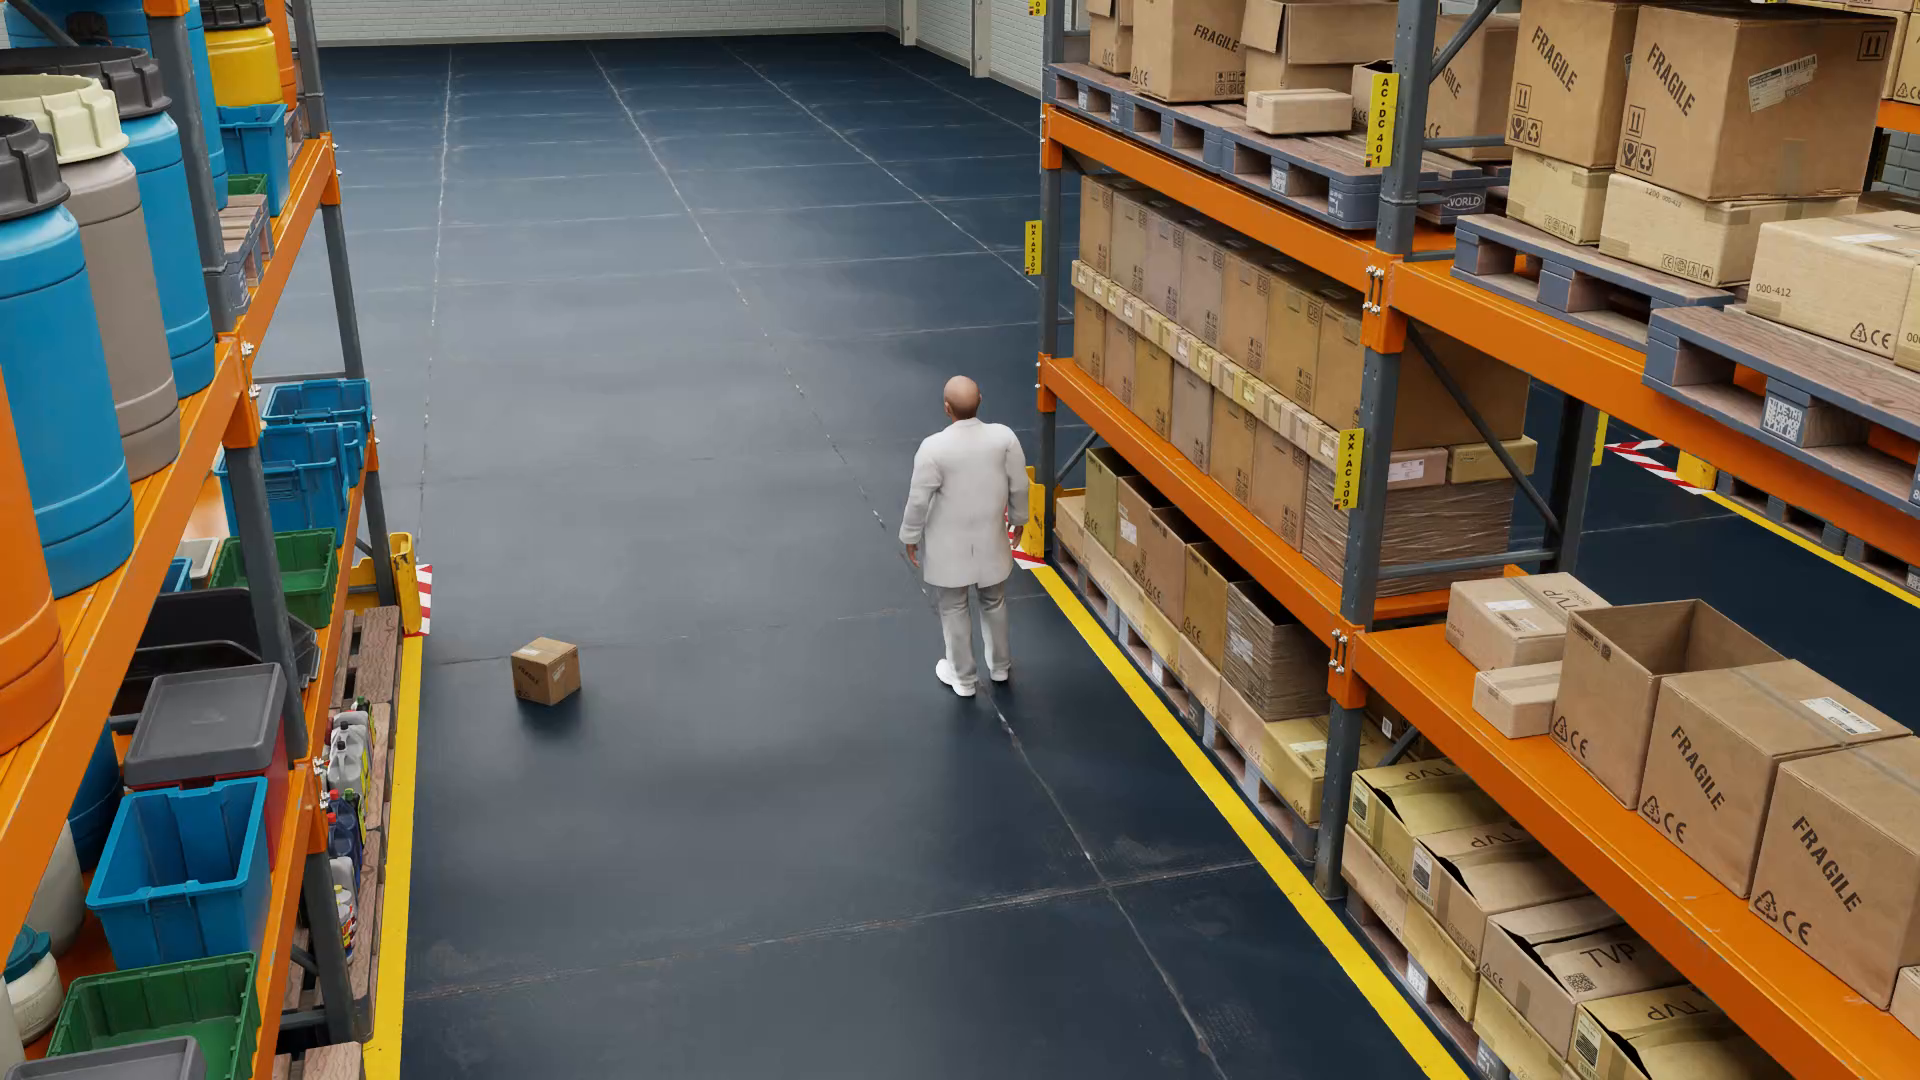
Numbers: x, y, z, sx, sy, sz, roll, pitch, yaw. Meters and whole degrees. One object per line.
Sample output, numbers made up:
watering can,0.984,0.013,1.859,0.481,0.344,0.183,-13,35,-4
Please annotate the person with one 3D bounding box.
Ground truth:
person,0.006,-0.048,8.708,0.694,1.775,0.581,-6,23,-14
